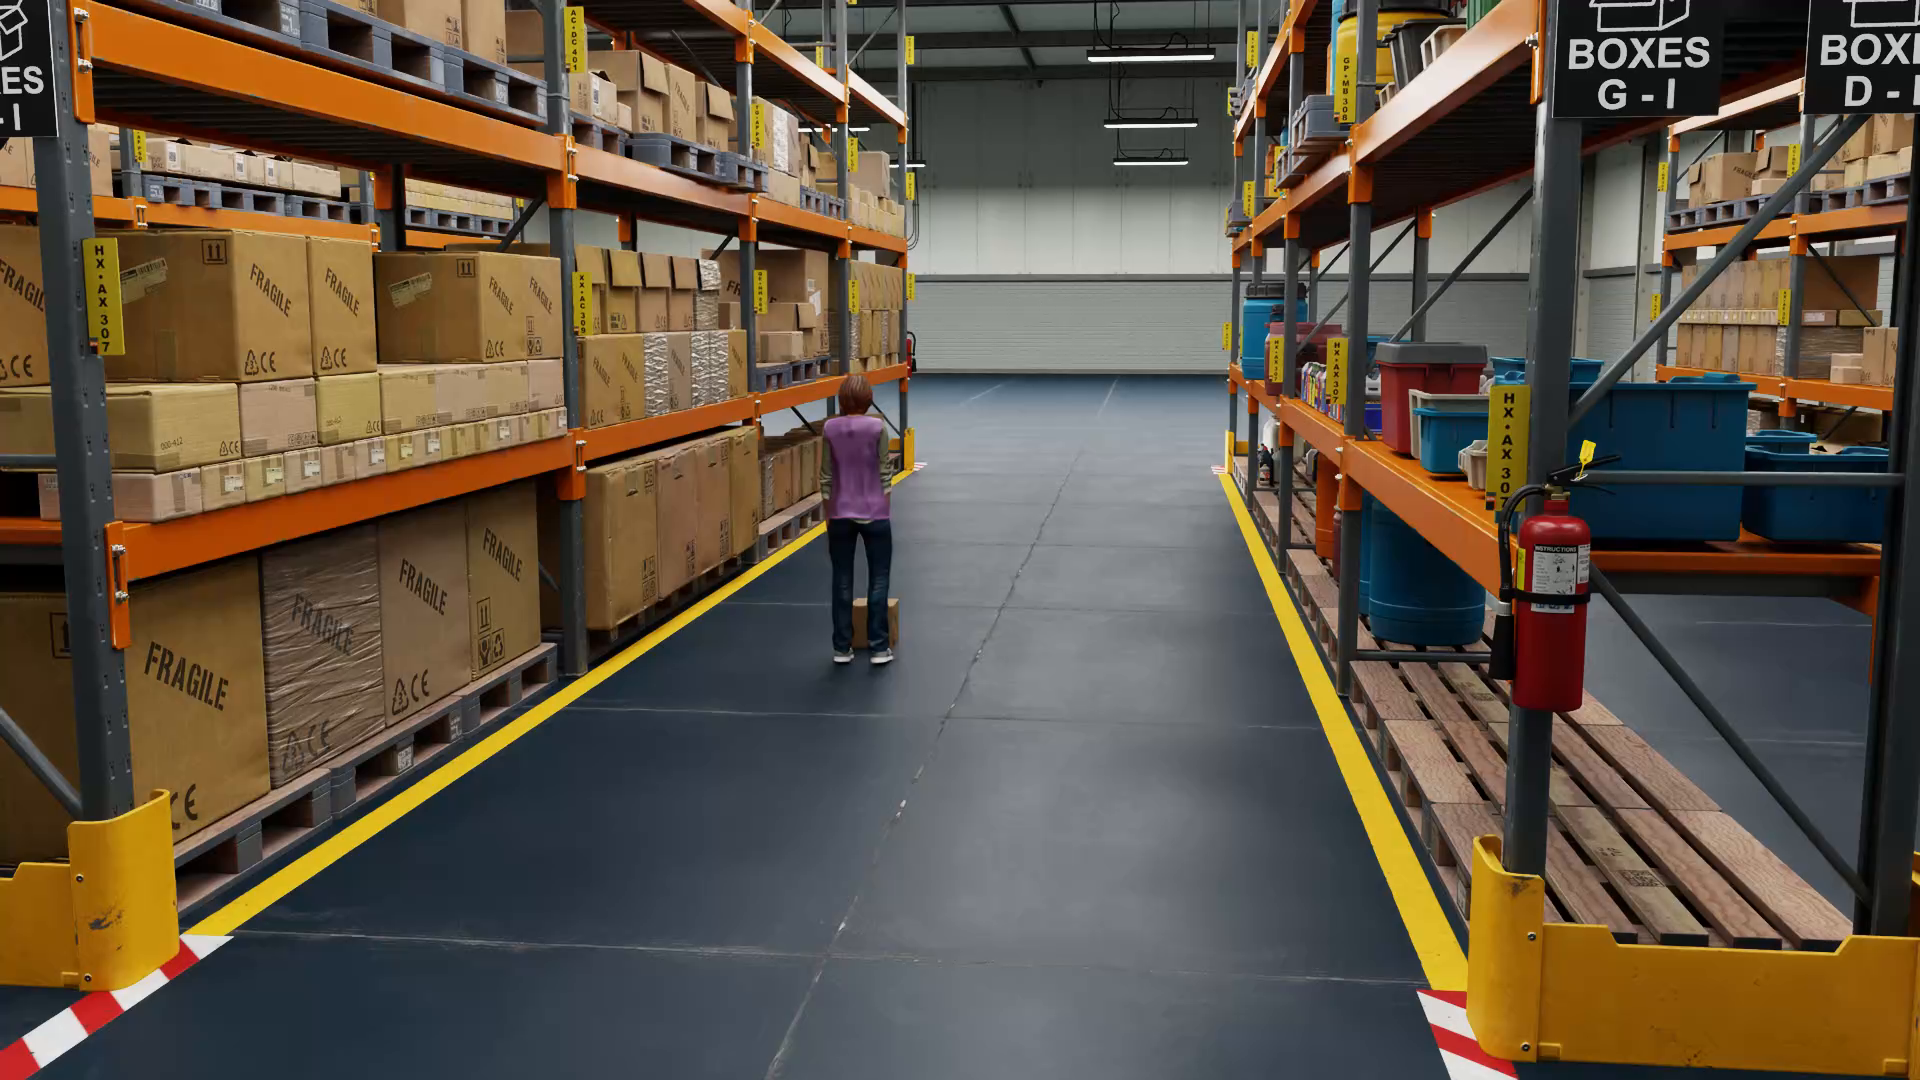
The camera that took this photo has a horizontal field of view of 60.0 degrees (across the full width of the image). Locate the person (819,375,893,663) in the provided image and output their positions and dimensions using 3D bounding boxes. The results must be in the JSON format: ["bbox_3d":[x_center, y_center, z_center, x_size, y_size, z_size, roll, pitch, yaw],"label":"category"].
[{"bbox_3d":[-0.576,-0.100,9.169,0.409,1.577,0.301,1,8,7],"label":"person"}]
